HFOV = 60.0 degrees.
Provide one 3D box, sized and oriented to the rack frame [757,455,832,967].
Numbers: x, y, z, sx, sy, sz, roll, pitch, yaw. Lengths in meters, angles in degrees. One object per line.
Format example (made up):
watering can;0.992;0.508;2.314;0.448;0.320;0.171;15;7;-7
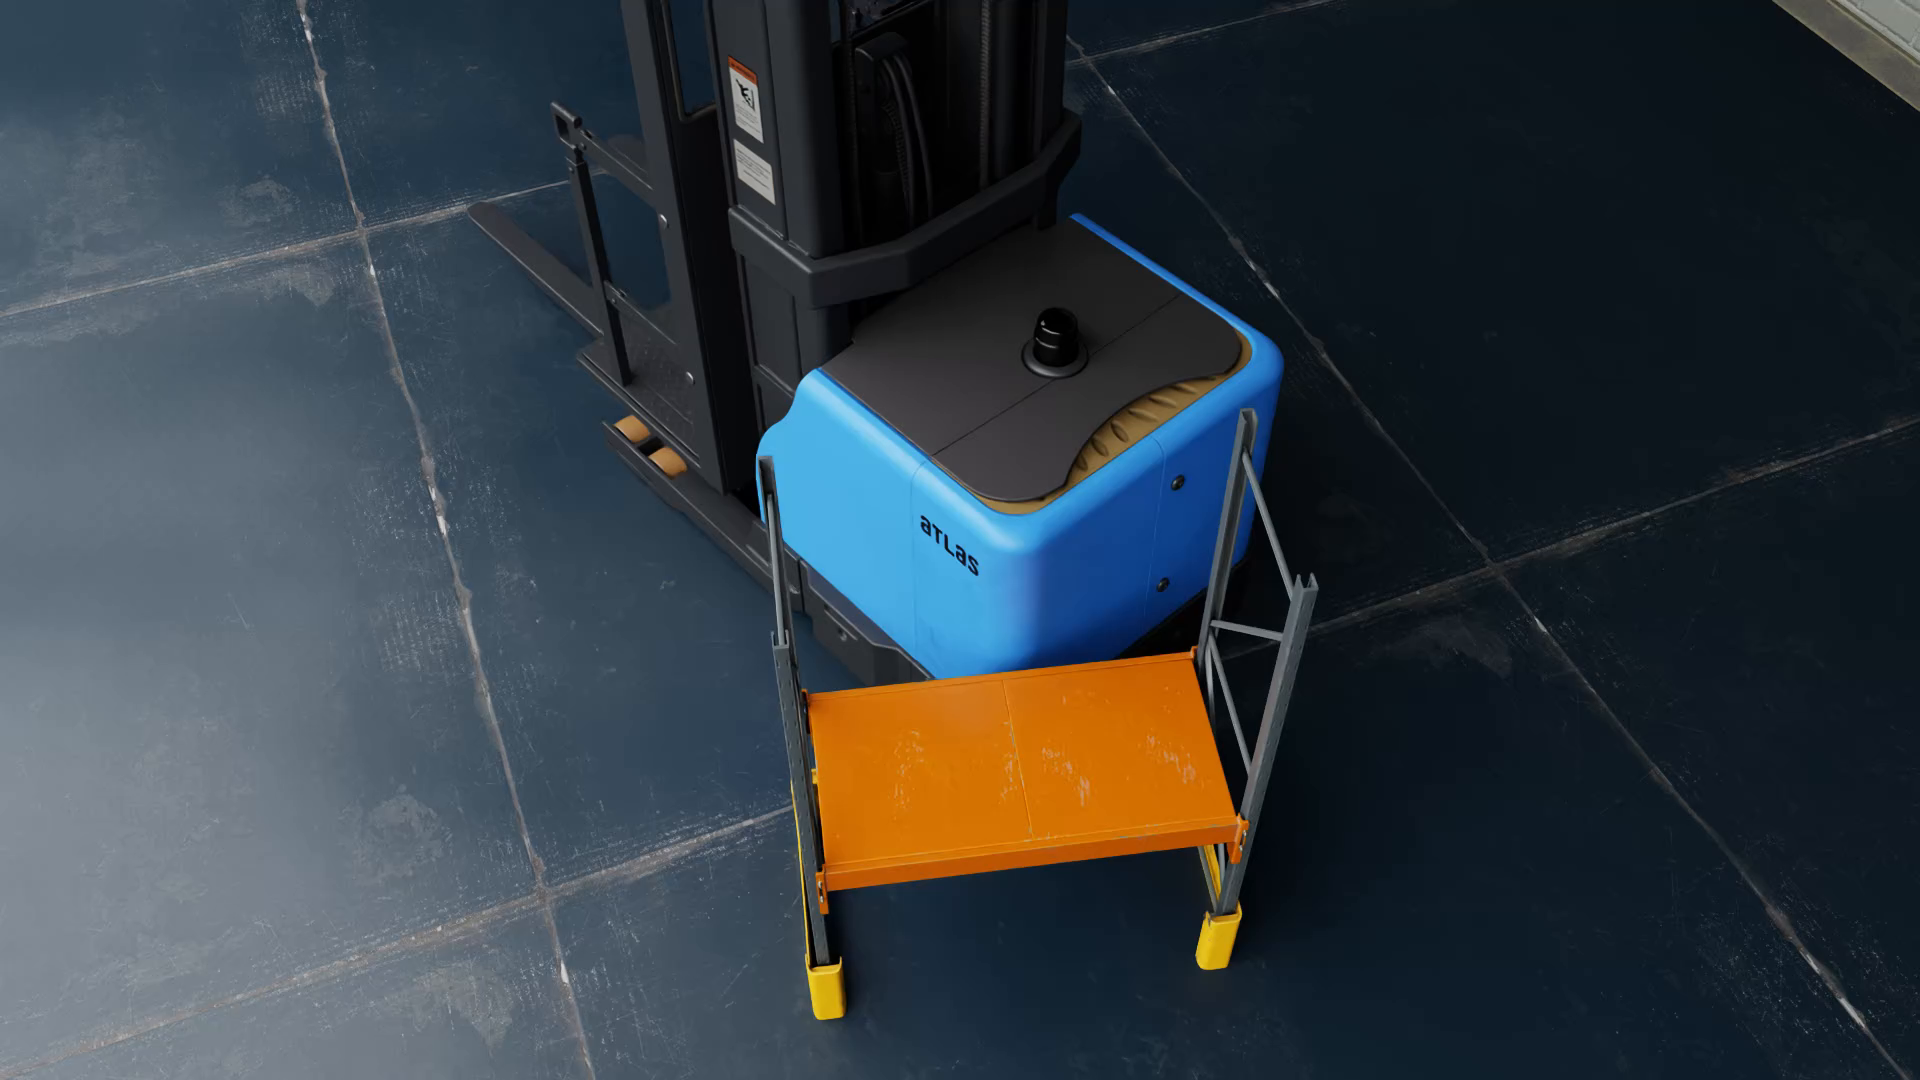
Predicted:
rack frame;-0.367;0.503;3.830;0.032;1.500;0.500;-6;50;-5

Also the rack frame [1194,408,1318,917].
rack frame;0.640;0.398;3.920;0.032;1.500;0.500;-6;50;-5

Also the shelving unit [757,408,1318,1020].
shelving unit;0.127;0.451;3.874;1.083;1.500;0.587;-6;50;-5

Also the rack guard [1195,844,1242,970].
rack guard;0.620;0.807;4.392;0.087;0.250;0.587;-6;50;-5

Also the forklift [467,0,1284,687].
forklift;-0.511;-1.324;4.455;1.130;2.935;3.031;-35;58;-26

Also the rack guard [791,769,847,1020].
rack guard;-0.366;0.910;4.304;0.087;0.250;0.587;-6;50;-5

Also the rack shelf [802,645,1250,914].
rack shelf;0.136;0.568;4.011;1.000;0.185;0.538;-6;50;-5
